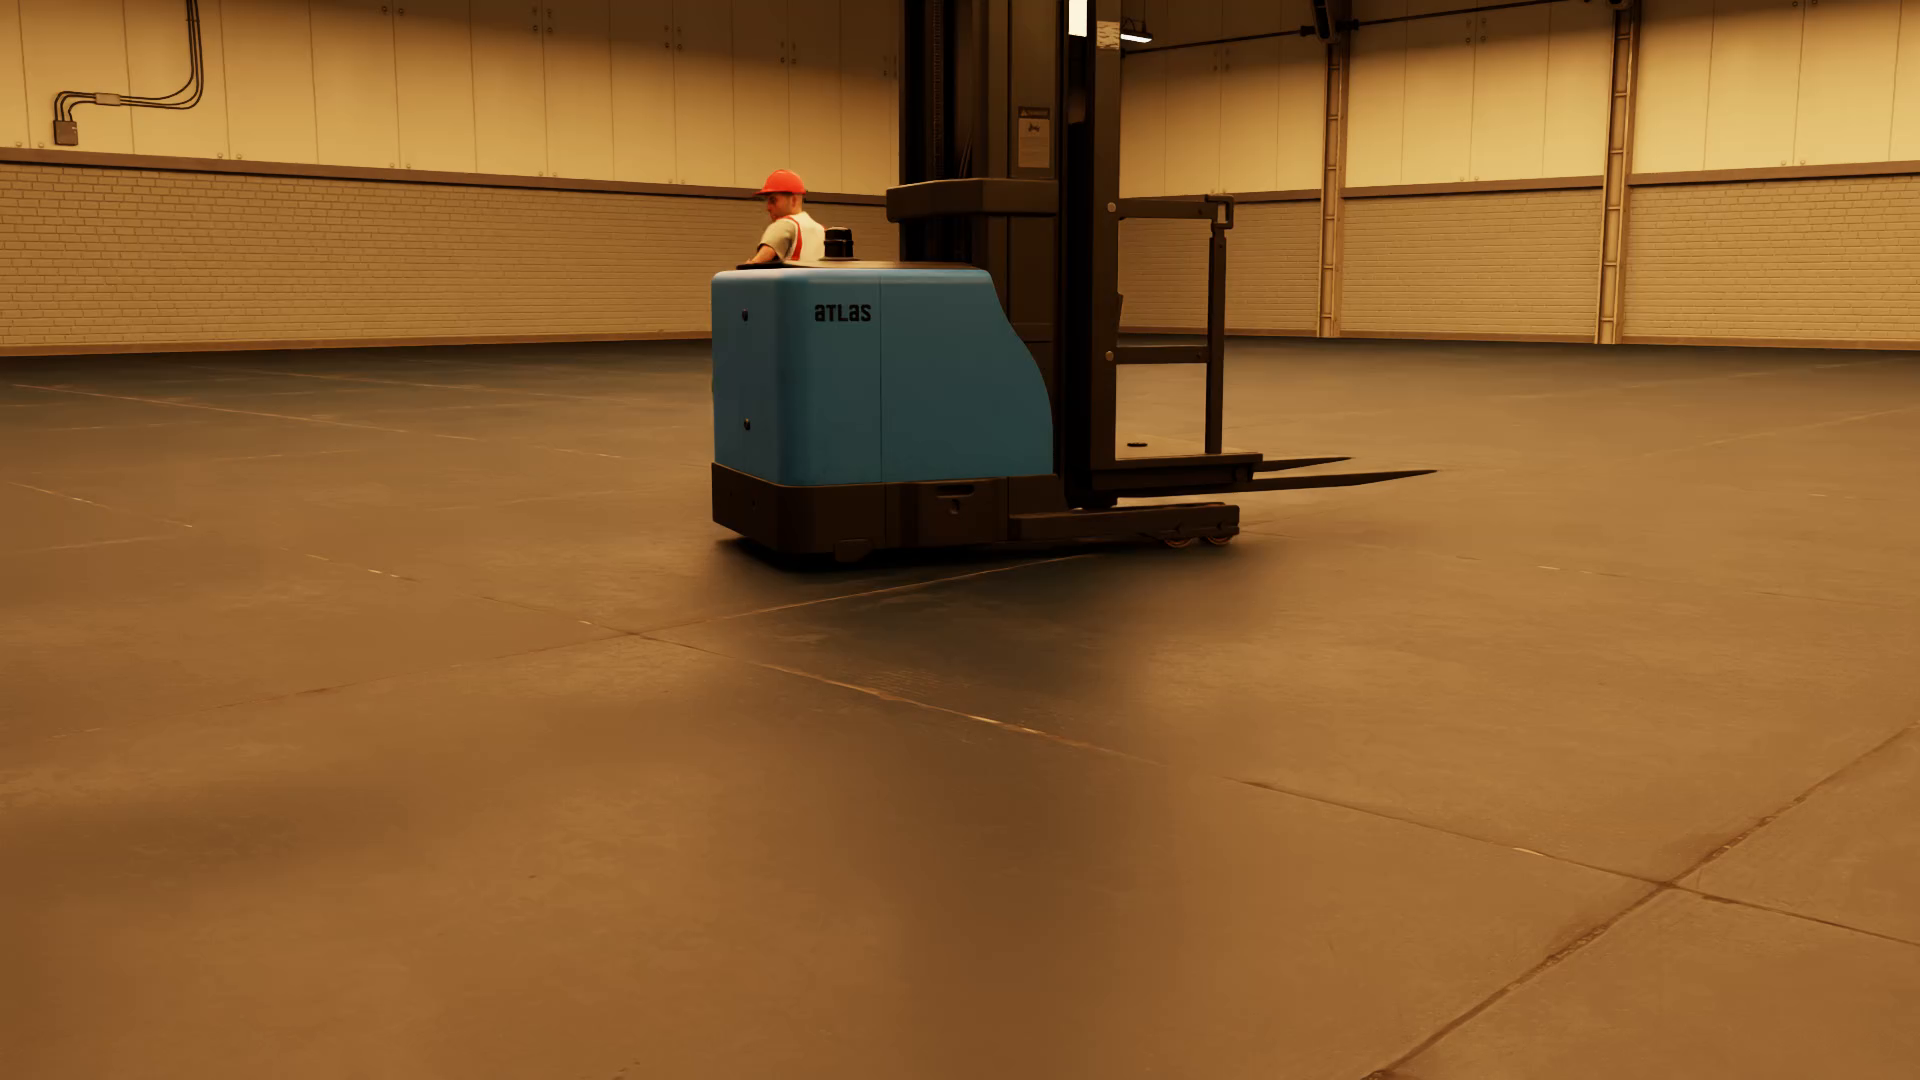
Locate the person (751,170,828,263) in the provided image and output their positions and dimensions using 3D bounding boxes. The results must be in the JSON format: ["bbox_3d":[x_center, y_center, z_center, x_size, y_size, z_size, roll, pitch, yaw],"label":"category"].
[{"bbox_3d":[-0.944,-1.170,9.061,1.016,1.658,0.515,-8,12,-42],"label":"person"}]

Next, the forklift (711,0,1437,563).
[{"bbox_3d":[0.559,-1.486,6.742,3.031,2.935,1.130,-4,9,-23],"label":"forklift"}]
